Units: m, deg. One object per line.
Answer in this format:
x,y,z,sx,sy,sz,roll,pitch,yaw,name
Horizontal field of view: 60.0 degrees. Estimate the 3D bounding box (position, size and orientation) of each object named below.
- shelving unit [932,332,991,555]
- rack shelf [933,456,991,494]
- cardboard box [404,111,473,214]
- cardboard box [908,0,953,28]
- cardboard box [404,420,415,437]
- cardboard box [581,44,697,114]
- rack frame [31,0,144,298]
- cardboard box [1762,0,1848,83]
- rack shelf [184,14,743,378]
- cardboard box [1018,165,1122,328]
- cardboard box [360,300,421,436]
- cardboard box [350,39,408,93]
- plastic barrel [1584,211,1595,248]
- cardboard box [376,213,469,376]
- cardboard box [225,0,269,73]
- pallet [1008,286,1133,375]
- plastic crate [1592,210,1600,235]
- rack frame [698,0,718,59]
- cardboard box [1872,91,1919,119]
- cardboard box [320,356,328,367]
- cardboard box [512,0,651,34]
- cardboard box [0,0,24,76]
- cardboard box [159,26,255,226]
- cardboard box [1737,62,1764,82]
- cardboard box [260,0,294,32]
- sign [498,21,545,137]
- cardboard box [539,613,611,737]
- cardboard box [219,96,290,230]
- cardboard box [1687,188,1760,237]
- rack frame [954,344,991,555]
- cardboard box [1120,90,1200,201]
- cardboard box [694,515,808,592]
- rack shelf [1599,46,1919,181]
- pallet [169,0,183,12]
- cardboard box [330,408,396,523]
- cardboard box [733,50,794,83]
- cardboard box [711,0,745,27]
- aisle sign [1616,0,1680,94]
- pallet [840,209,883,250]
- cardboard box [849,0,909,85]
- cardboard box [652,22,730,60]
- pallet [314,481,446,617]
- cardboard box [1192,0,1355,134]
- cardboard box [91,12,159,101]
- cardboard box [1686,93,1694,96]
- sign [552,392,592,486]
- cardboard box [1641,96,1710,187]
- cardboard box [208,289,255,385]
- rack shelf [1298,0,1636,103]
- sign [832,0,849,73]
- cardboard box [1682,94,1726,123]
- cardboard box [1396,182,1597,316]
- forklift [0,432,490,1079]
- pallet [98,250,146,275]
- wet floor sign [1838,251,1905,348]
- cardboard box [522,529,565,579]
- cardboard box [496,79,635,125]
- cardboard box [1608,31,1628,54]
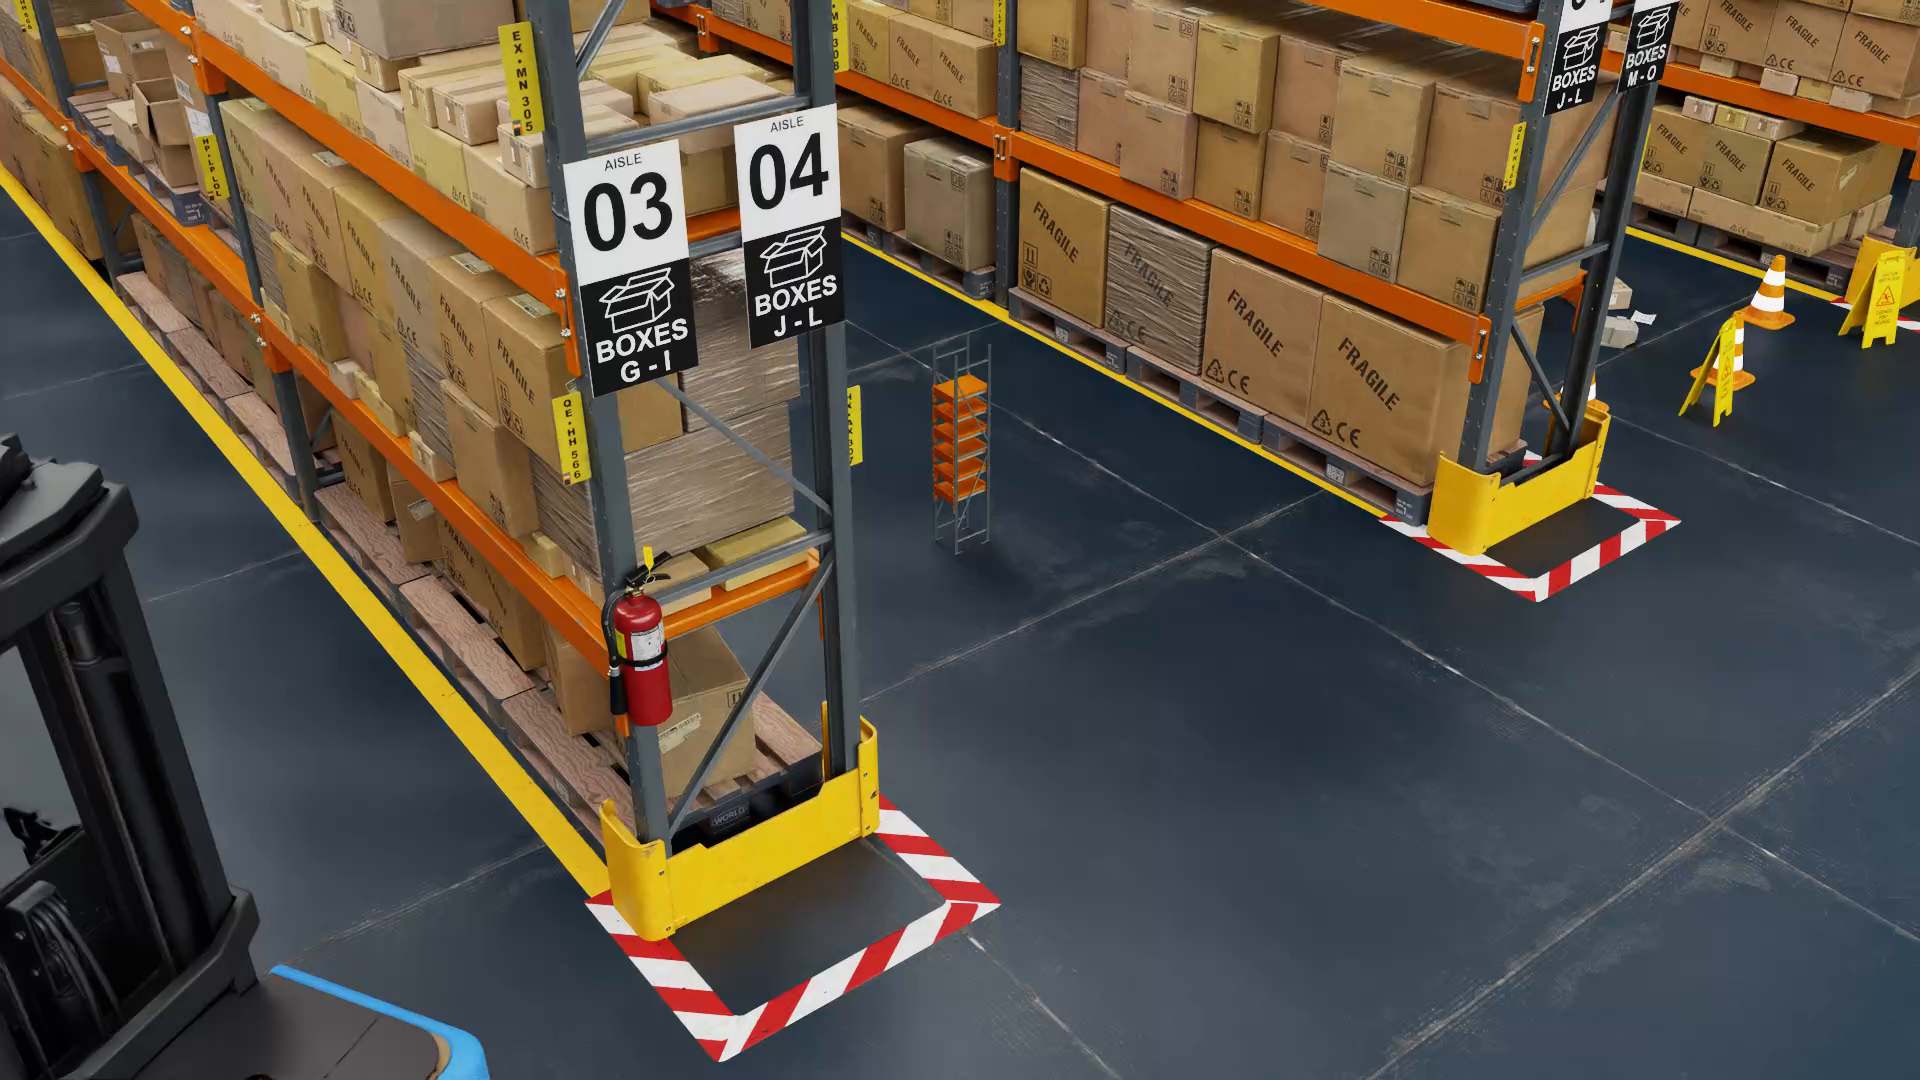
0.009,-0.504,8.924,0.258,1.200,0.189,-22,38,-31,shelving unit
0.009,-0.364,9.010,0.258,0.103,0.180,-22,38,-31,rack shelf
-1.649,-1.417,5.988,0.500,0.250,0.500,-22,38,-31,cardboard box
0.057,-3.996,11.799,0.700,0.500,0.500,-23,39,-32,cardboard box
-2.283,-0.544,7.521,0.380,0.149,0.250,-22,38,-31,cardboard box
-1.165,-1.655,5.993,0.380,0.149,0.250,-23,39,-32,cardboard box
-5.749,-3.215,11.583,1.000,3.000,0.127,-22,38,-31,rack frame
6.130,-3.603,11.832,0.500,0.500,0.500,-22,38,-31,cardboard box
-2.070,-1.683,6.956,1.077,0.370,4.000,-22,38,-31,rack shelf
1.014,-2.102,11.406,0.875,0.875,0.875,-22,38,-31,cardboard box
-2.131,-0.892,7.466,0.875,0.500,0.500,-22,38,-31,cardboard box
-2.053,-1.820,6.259,0.380,0.149,0.250,-24,39,-34,cardboard box
4.522,-2.364,12.655,0.512,0.421,0.421,1,32,2,plastic barrel
-1.992,-1.039,6.756,0.500,0.500,0.500,-22,38,-31,cardboard box
-2.895,-2.269,7.360,0.500,0.250,0.500,-23,38,-32,cardboard box
1.088,-1.584,11.600,1.003,0.211,1.213,-22,38,-31,pallet
4.846,-2.594,13.351,0.583,0.080,0.402,18,36,27,plastic crate
-1.770,-4.778,14.099,1.000,3.000,0.127,-22,38,-31,rack frame
6.586,-3.067,11.583,0.380,0.149,0.250,-21,37,-30,cardboard box
-2.923,-0.950,8.174,0.380,0.149,0.250,-22,38,-31,cardboard box
-1.541,-2.242,6.324,0.500,0.500,0.500,-22,38,-32,cardboard box
-6.870,-3.808,12.443,0.500,0.500,0.500,-24,39,-33,cardboard box
-3.673,-2.358,9.236,1.000,1.000,1.000,-22,38,-31,cardboard box
5.975,-3.500,12.281,0.380,0.149,0.250,-22,38,-31,cardboard box
-2.695,-2.256,6.961,0.380,0.149,0.250,-23,39,-32,cardboard box
-1.294,-1.360,4.914,0.100,0.325,0.005,-22,38,-31,sign
-1.607,0.499,7.575,0.500,0.500,0.500,-12,34,-19,cardboard box
-3.221,-1.872,8.096,0.500,0.500,0.500,-22,38,-31,cardboard box
5.965,-2.566,12.746,0.500,0.250,0.500,-22,38,-31,cardboard box
0.065,-0.466,8.862,0.240,1.200,0.006,-22,38,-31,rack frame
1.512,-2.539,10.353,0.875,0.550,0.550,-22,38,-31,cardboard box
-0.830,0.030,6.597,0.380,0.149,0.250,-22,38,-31,cardboard box
5.758,-3.615,12.909,1.077,0.370,4.000,-22,38,-31,rack shelf
-3.591,-3.034,8.627,1.213,0.211,1.003,-22,38,-31,pallet
-3.083,-0.485,9.159,0.500,0.500,0.500,-24,39,-33,cardboard box
-1.467,-3.717,14.127,1.050,0.750,0.750,-23,38,-32,cardboard box
-1.708,-4.546,13.631,0.500,0.500,0.500,-22,38,-31,cardboard box
3.417,-2.615,8.154,0.394,0.787,0.004,-22,38,-31,aisle sign
-0.602,-2.732,13.449,1.003,0.211,1.213,-22,38,-31,pallet
-0.468,-3.705,12.278,0.500,0.500,0.500,-22,38,-31,cardboard box
-2.396,-4.413,14.773,0.500,0.250,0.500,-23,39,-32,cardboard box
-2.857,-0.095,9.203,1.003,0.211,1.213,-22,38,-31,pallet
1.865,-2.789,9.731,0.875,0.550,0.500,-22,38,-31,cardboard box
-5.387,-3.224,11.105,0.500,0.500,0.500,-28,41,-37,cardboard box
6.068,-3.280,13.185,0.500,0.500,0.500,-21,38,-31,cardboard box
-1.294,-0.336,5.551,0.100,0.325,0.005,-22,38,-31,sign
5.660,-3.095,12.887,0.500,0.500,0.500,-23,39,-32,cardboard box
-4.277,-1.374,10.571,0.700,0.500,0.500,-26,40,-35,cardboard box
1.910,-3.246,9.472,1.077,0.370,4.000,-22,38,-31,rack shelf
-0.415,-1.702,5.476,0.100,0.325,0.005,-22,38,-31,sign
5.697,-3.289,12.584,0.380,0.149,0.250,-21,37,-29,cardboard box
2.873,-1.647,8.917,0.875,0.550,0.550,-22,38,-31,cardboard box
-2.946,1.061,4.764,3.031,2.935,1.130,12,34,19,forklift
-6.173,-2.383,12.887,1.003,0.211,1.213,-22,38,-31,pallet
6.256,-1.662,11.314,0.267,0.644,0.232,-10,33,-15,wet floor sign
-1.528,-0.018,6.674,0.380,0.149,0.250,-22,38,-31,cardboard box
-1.328,-1.422,5.618,0.380,0.149,0.250,-24,39,-33,cardboard box
5.248,-3.876,12.886,0.380,0.149,0.250,-22,38,-31,cardboard box
